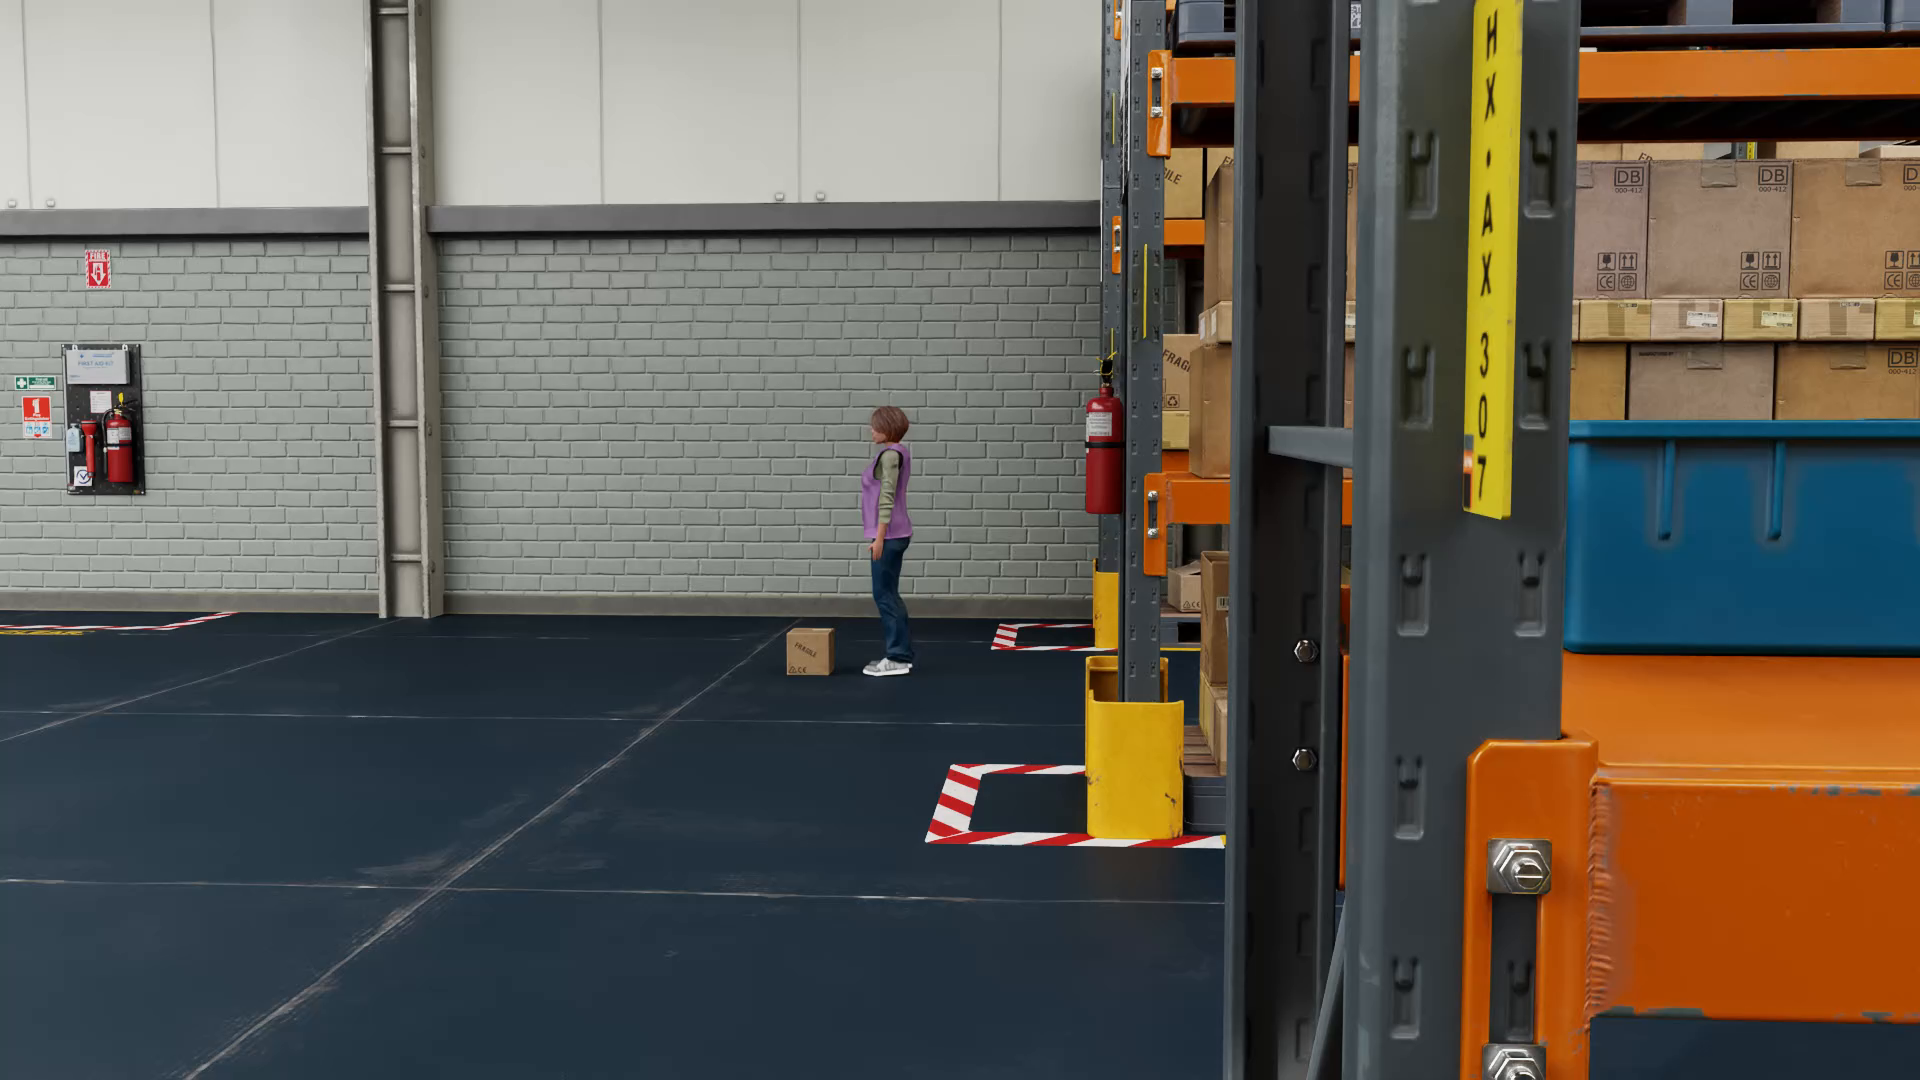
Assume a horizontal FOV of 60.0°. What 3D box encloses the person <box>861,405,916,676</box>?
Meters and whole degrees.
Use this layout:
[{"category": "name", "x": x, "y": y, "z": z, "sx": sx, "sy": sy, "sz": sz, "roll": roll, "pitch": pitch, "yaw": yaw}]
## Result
[{"category": "person", "x": -0.426, "y": 0.004, "z": 9.851, "sx": 0.306, "sy": 1.599, "sz": 0.406, "roll": 0, "pitch": 4, "yaw": 5}]
